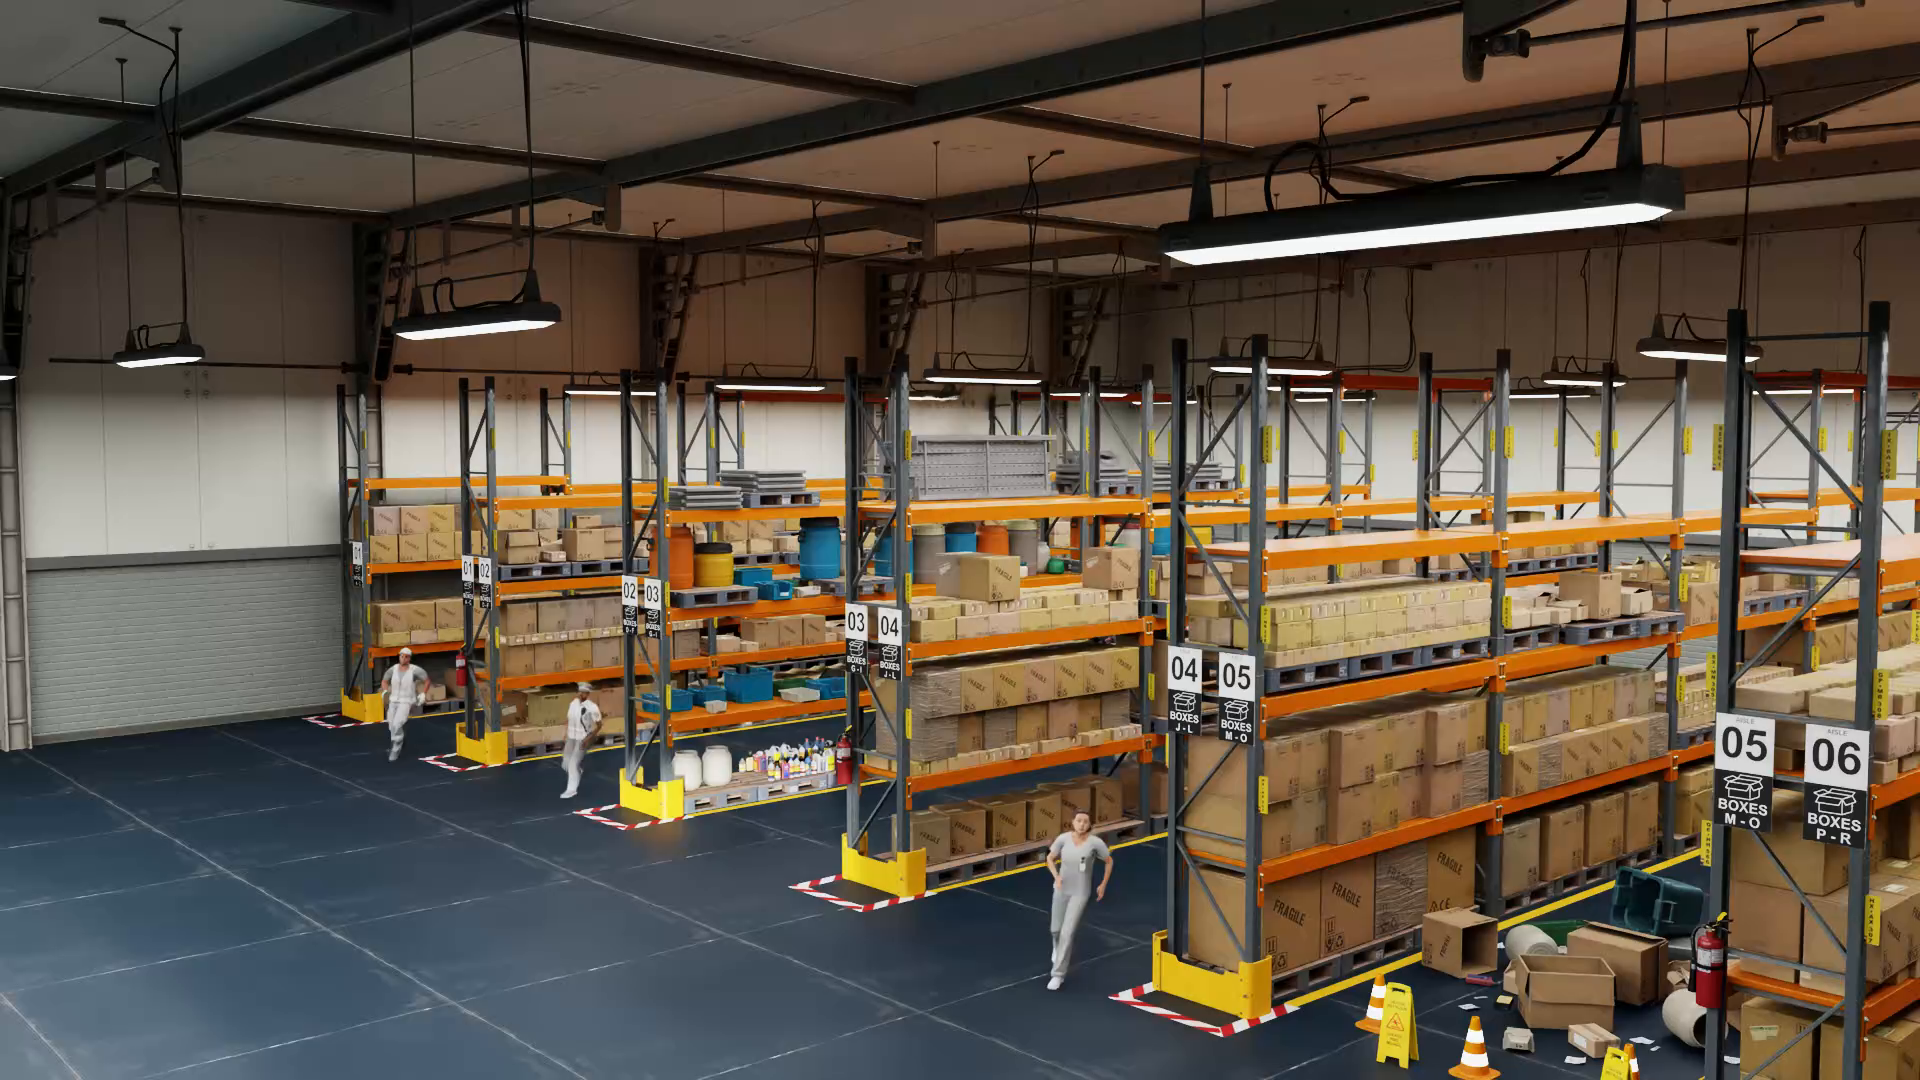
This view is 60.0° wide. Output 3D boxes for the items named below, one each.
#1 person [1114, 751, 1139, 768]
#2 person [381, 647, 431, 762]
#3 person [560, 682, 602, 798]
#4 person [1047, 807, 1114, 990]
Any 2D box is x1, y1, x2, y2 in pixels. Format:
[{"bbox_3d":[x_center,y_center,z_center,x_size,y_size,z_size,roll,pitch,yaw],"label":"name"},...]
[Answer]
[{"bbox_3d":[2.398,2.743,23.839,0.674,1.746,0.614,4,5,44],"label":"person"},{"bbox_3d":[-8.765,2.581,26.152,0.719,1.793,0.662,1,4,9],"label":"person"},{"bbox_3d":[-5.354,2.802,23.558,0.640,1.641,0.567,1,4,20],"label":"person"},{"bbox_3d":[1.115,3.312,15.622,0.635,1.651,0.829,1,4,16],"label":"person"}]
